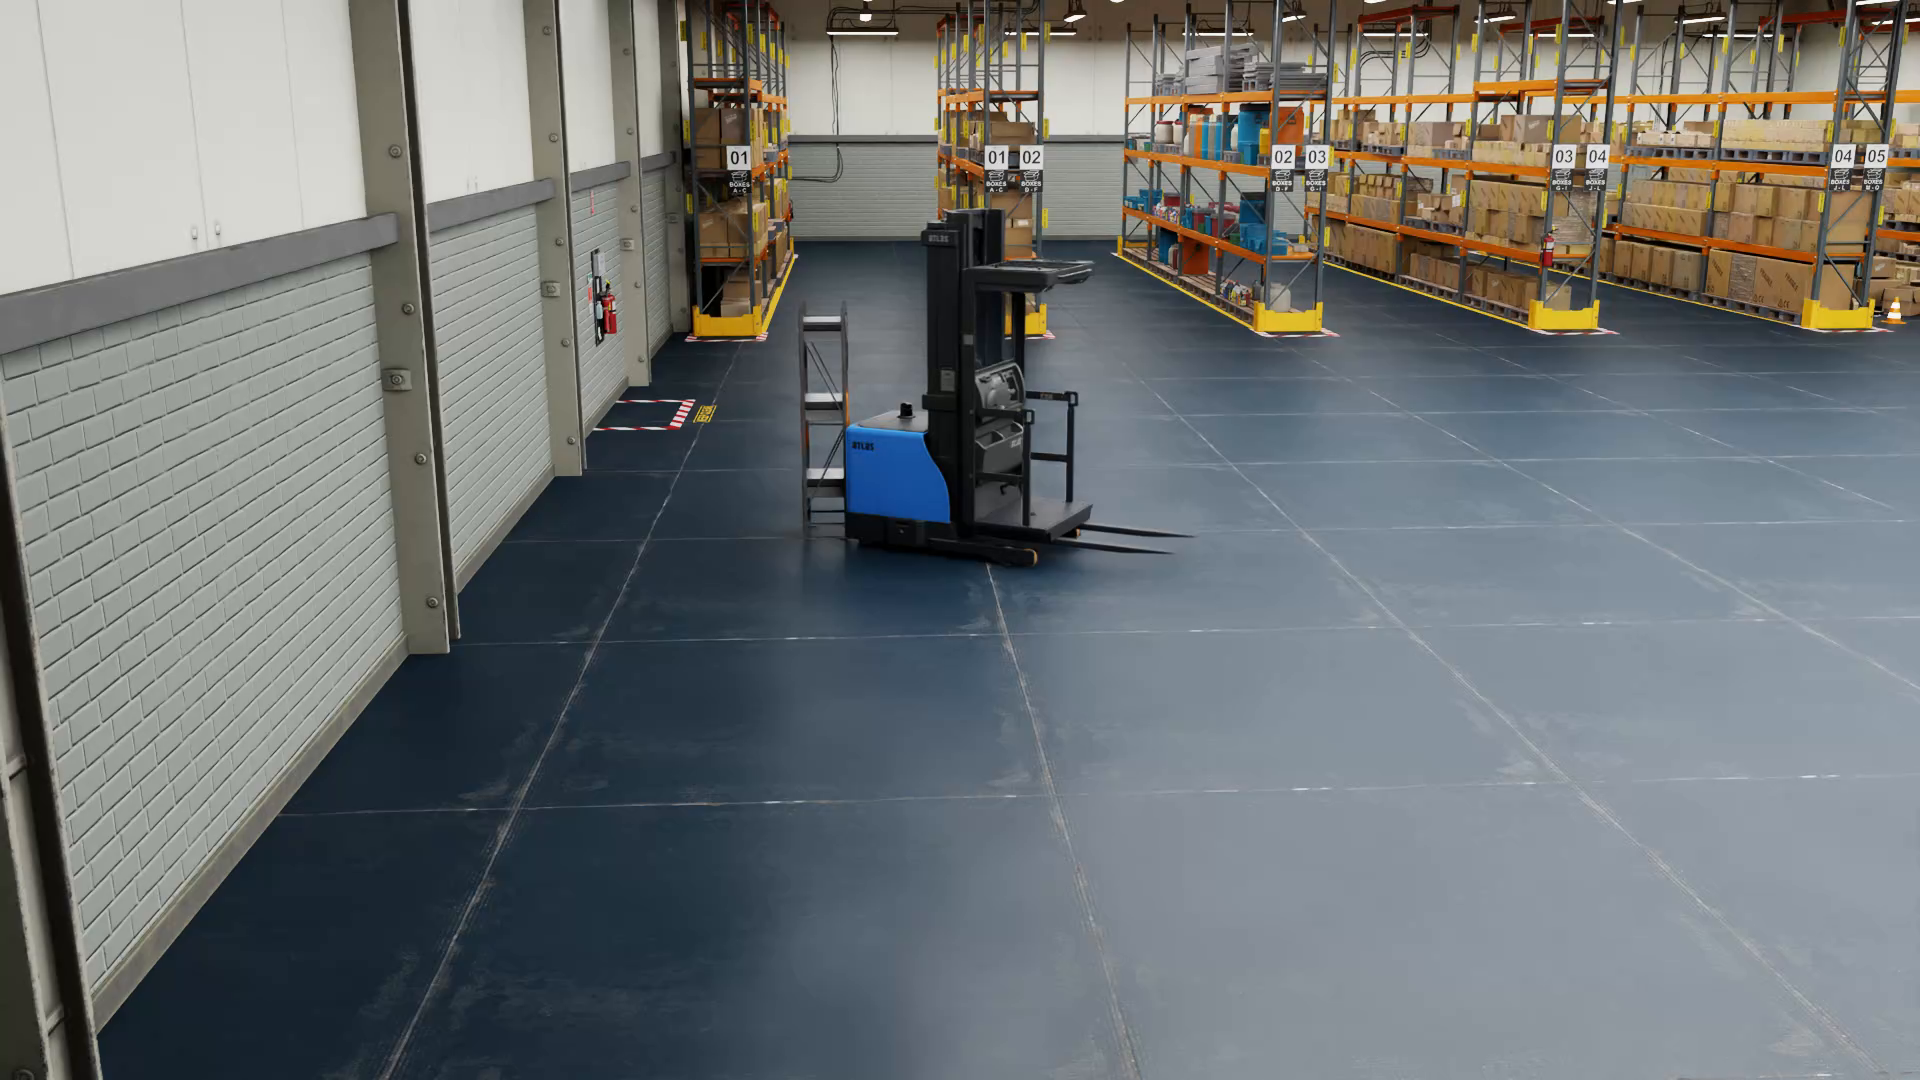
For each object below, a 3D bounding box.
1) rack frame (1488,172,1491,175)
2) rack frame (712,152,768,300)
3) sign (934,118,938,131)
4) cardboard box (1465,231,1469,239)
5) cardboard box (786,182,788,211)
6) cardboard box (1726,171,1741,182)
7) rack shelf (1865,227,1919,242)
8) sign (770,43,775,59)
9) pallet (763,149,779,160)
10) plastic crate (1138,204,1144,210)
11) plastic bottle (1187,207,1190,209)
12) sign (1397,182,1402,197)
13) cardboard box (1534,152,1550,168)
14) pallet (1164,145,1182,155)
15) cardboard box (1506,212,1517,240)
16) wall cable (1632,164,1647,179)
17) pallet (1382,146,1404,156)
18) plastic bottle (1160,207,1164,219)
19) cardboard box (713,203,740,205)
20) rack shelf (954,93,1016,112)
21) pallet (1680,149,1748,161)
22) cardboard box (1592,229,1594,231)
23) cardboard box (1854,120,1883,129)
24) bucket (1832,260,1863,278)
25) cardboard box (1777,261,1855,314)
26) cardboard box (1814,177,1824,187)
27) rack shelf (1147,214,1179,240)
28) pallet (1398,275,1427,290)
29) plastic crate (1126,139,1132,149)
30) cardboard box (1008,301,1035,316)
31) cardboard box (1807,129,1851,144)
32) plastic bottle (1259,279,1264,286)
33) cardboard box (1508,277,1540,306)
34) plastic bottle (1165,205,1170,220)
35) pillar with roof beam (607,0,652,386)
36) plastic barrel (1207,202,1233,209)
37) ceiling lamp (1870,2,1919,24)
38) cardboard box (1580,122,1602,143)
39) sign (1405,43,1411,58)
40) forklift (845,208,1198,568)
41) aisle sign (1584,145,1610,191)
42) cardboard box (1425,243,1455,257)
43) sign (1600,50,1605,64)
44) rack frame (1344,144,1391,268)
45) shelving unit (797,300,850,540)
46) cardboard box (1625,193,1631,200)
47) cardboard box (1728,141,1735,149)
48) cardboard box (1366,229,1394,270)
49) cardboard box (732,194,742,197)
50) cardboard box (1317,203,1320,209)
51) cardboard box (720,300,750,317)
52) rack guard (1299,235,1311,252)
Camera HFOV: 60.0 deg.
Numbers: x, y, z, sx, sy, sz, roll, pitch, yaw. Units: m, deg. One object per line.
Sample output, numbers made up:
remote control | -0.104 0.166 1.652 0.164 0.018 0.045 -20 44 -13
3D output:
rack frame | 14.763 -9.266 45.019 1.000 3.000 0.127 -1 14 -3
rack frame | -4.281 -6.001 32.329 1.000 3.000 0.127 -1 14 -3
sign | -0.622 -10.930 43.713 0.100 0.325 0.005 -1 14 -3
cardboard box | 10.263 -6.050 33.026 0.380 0.149 0.250 -1 14 -3
cardboard box | -4.927 -8.823 42.695 0.980 0.700 0.700 -1 14 -4
cardboard box | 19.641 -9.018 41.850 0.500 0.500 0.500 -1 14 -4
rack shelf | 20.317 -6.532 35.838 1.077 0.370 4.000 -1 14 -3
sign | -3.988 -10.402 35.363 0.100 0.325 0.005 -1 14 -3
pallet | -4.281 -7.775 33.584 1.213 0.211 1.003 -1 14 -3
plastic crate | 4.703 -8.473 42.346 0.293 0.136 0.466 -1 14 -3
plastic bottle | 5.397 -7.731 39.314 0.097 0.271 0.097 0 14 0
sign | 9.749 -7.776 36.906 0.100 0.325 0.005 -1 14 -3
cardboard box | 10.515 -6.731 29.449 0.500 0.250 0.500 -1 14 -2
pallet | 5.330 -9.029 38.458 1.003 0.211 1.213 -1 14 -3
cardboard box | 10.653 -5.812 30.799 0.875 0.500 0.500 -1 14 -3
wall cable | 20.740 -11.286 50.833 0.588 1.984 0.122 -1 14 -3
pallet | 10.209 -8.745 37.355 1.213 0.211 1.003 0 14 -1
plastic bottle | 4.817 -7.732 39.306 0.152 0.276 0.135 -1 14 -3
cardboard box | -4.461 -6.181 31.784 0.500 0.500 0.500 -1 14 -5
rack shelf | 0.539 -8.939 33.954 1.077 0.370 4.000 -1 14 -3
pallet | 15.401 -7.869 33.953 0.805 0.209 1.217 -1 15 -6
cardboard box | 15.310 -7.446 40.614 0.500 0.250 0.500 -1 14 -5
cardboard box | 16.052 -7.344 29.389 0.380 0.149 0.250 -1 14 -3
bucket | 17.816 -5.434 33.645 0.726 0.611 0.620 4 5 16
cardboard box | 15.647 -4.629 30.418 0.875 0.875 0.875 -1 14 -3
cardboard box | 19.900 -8.035 38.028 0.500 0.500 0.500 -1 14 -5
rack shelf | 5.235 -7.297 38.812 1.077 0.370 4.000 -1 14 -3
pallet | 10.349 -5.680 36.679 1.003 0.211 1.213 -1 14 -3
plastic crate | 4.609 -10.427 43.776 0.497 0.269 0.590 -1 14 -3
cardboard box | 1.099 -4.092 29.585 0.500 0.250 0.500 -1 14 -3
cardboard box | 15.445 -7.180 29.553 0.500 0.250 0.500 -1 14 -3
plastic bottle | 5.934 -4.928 32.593 0.144 0.351 0.185 -1 14 -5
cardboard box | 10.685 -4.688 31.399 0.500 0.500 0.500 0 14 2
plastic bottle | 4.849 -7.622 38.730 0.144 0.351 0.185 -1 14 -3
pillar with roof beam | -0.272 -6.646 22.798 9.100 9.000 0.400 -1 14 -3
plastic barrel | 5.690 -7.103 36.342 0.600 0.536 0.708 -1 14 -3
ceiling lamp | 22.758 -13.940 39.432 0.800 3.185 2.000 -1 14 -3
cardboard box | 14.976 -9.591 39.213 0.797 0.503 0.637 -1 14 -4
sign | 9.749 -10.650 36.166 0.100 0.325 0.005 -1 14 -3
forklift | 0.533 -1.330 14.314 3.031 2.935 1.130 7 16 24
aisle sign | 11.101 -6.483 28.988 0.394 0.787 0.004 -1 14 -3
cardboard box | 10.417 -6.293 36.092 0.500 0.250 0.500 1 14 3
sign | 15.565 -11.715 40.308 0.100 0.325 0.005 -1 14 -3
rack frame | 10.054 -8.220 40.953 1.000 3.000 0.127 -1 14 -3
shelving unit | -1.217 -1.082 15.017 0.431 2.100 0.503 0 14 -2
cardboard box | 15.404 -7.831 37.909 0.380 0.149 0.250 -1 14 -5
cardboard box | 15.208 -7.704 32.390 0.380 0.149 0.250 -1 14 -3
cardboard box | 10.233 -6.793 38.829 1.225 0.875 0.875 -1 14 -3
cardboard box | -4.816 -7.670 36.472 0.500 0.250 0.500 0 14 -2
cardboard box | 9.565 -8.744 43.495 0.380 0.149 0.250 -1 14 -5
cardboard box | -3.987 -4.090 29.417 0.500 0.311 0.500 -3 15 -10
rack guard | 9.805 -8.010 45.154 1.175 0.500 0.348 -1 14 -3
